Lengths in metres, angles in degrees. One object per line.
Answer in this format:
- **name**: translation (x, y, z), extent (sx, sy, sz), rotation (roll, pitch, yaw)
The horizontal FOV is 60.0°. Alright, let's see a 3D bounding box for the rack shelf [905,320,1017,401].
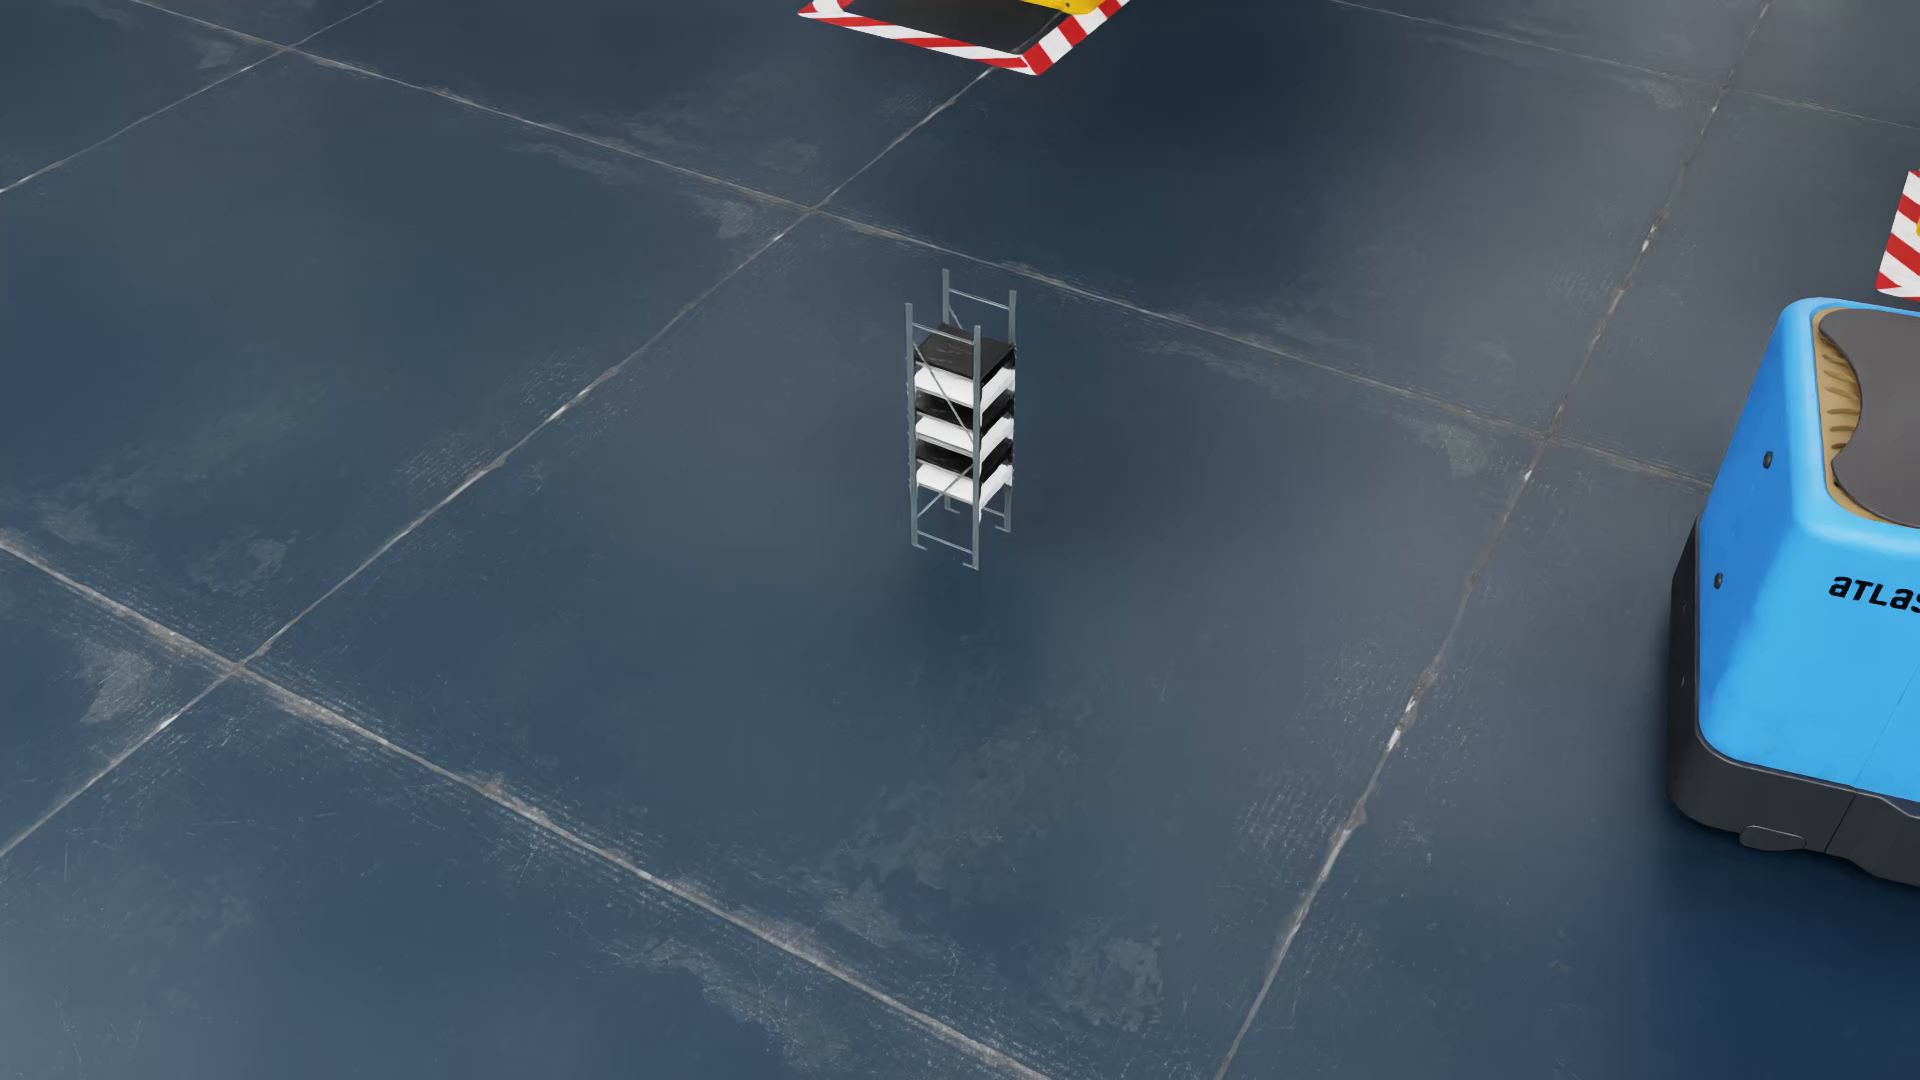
- **rack shelf**: translation (0.004, -0.520, 4.801), extent (0.258, 0.077, 0.200), rotation (21, 45, 22)

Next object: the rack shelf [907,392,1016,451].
- **rack shelf**: translation (0.004, -0.385, 4.920), extent (0.258, 0.077, 0.200), rotation (21, 45, 22)

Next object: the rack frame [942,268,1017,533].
- **rack frame**: translation (0.055, -0.401, 5.024), extent (0.240, 0.900, 0.006), rotation (21, 45, 22)

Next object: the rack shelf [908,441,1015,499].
- **rack shelf**: translation (0.004, -0.250, 5.039), extent (0.258, 0.077, 0.200), rotation (21, 45, 22)

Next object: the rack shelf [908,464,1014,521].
- **rack shelf**: translation (0.004, -0.182, 5.099), extent (0.258, 0.077, 0.200), rotation (21, 45, 22)

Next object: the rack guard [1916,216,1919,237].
- **rack guard**: translation (4.387, -1.292, 6.339), extent (1.175, 0.500, 0.348), rotation (21, 45, 22)

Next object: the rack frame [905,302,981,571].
- **rack frame**: translation (-0.047, -0.284, 4.892), extent (0.240, 0.900, 0.006), rotation (21, 45, 22)

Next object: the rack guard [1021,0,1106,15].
- **rack guard**: translation (0.193, -3.048, 8.333), extent (1.175, 0.500, 0.348), rotation (21, 45, 22)

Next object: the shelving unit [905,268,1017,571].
- **shelving unit**: translation (0.004, -0.342, 4.958), extent (0.258, 0.900, 0.210), rotation (21, 45, 22)

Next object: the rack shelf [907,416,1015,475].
- **rack shelf**: translation (0.004, -0.317, 4.980), extent (0.258, 0.077, 0.200), rotation (21, 45, 22)

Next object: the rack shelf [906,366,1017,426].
- **rack shelf**: translation (0.004, -0.452, 4.861), extent (0.258, 0.077, 0.200), rotation (21, 45, 22)

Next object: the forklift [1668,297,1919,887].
- **forklift**: translation (3.443, -0.338, 3.416), extent (3.031, 2.935, 1.130), rotation (12, 43, 14)
